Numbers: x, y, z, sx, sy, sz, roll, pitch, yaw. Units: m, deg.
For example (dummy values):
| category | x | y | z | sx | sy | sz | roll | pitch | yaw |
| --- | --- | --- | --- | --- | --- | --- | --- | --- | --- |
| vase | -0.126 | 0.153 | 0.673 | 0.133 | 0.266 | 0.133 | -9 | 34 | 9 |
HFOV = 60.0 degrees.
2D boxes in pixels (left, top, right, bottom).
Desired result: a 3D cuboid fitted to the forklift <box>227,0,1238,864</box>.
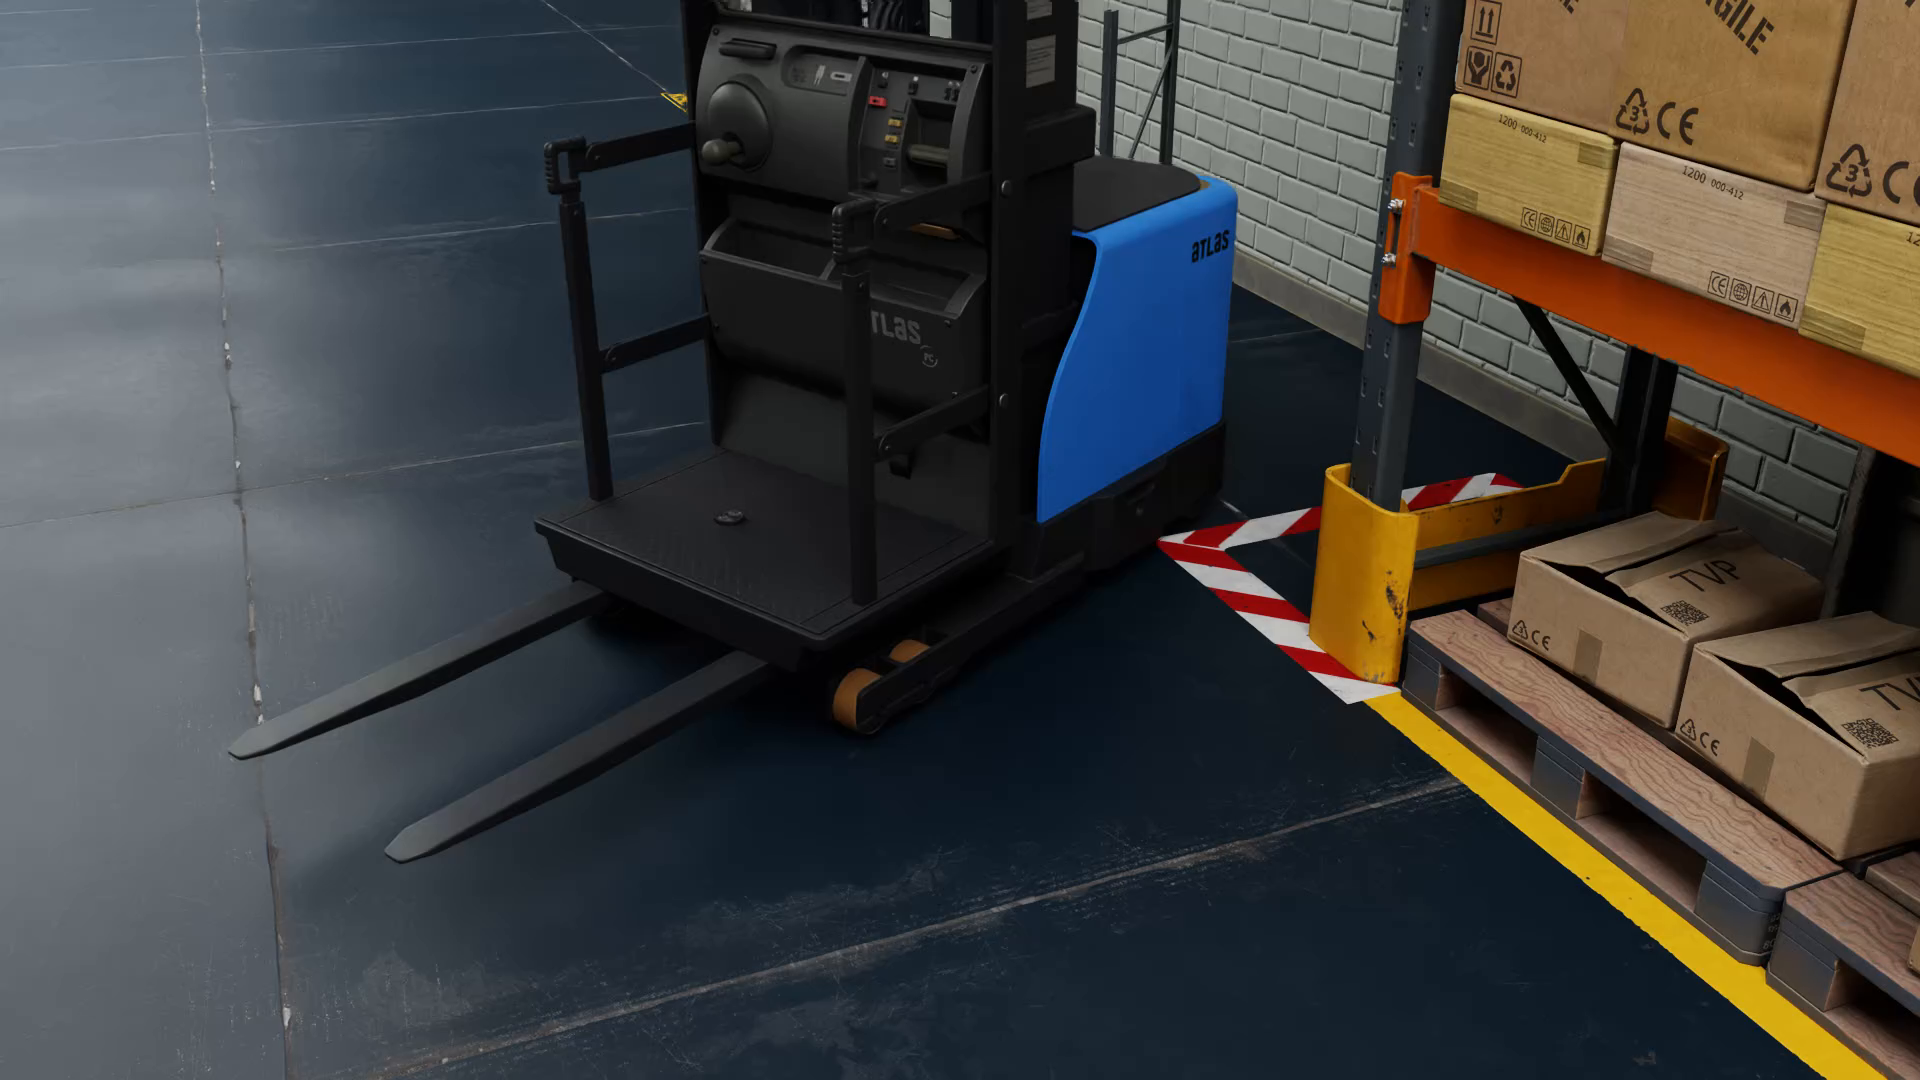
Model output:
| category | x | y | z | sx | sy | sz | roll | pitch | yaw |
| --- | --- | --- | --- | --- | --- | --- | --- | --- | --- |
| forklift | -0.456 | -1.068 | 4.097 | 1.130 | 2.935 | 3.031 | 19 | 32 | 34 |

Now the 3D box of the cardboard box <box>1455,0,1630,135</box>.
| category | x | y | z | sx | sy | sz | roll | pitch | yaw |
| --- | --- | --- | --- | --- | --- | --- | --- | --- | --- |
| cardboard box | 1.449 | -1.187 | 3.555 | 0.500 | 0.500 | 0.500 | -11 | 28 | -21 |

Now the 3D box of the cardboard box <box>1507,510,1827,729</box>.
| category | x | y | z | sx | sy | sz | roll | pitch | yaw |
| --- | --- | --- | --- | --- | --- | --- | --- | --- | --- |
| cardboard box | 1.727 | 0.153 | 4.081 | 0.500 | 0.311 | 0.500 | -14 | 29 | -26 |

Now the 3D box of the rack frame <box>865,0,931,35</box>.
| category | x | y | z | sx | sy | sz | roll | pitch | yaw |
| --- | --- | --- | --- | --- | --- | --- | --- | --- | --- |
| rack frame | -0.255 | -1.327 | 6.258 | 0.032 | 1.500 | 0.500 | 16 | 30 | 29 |

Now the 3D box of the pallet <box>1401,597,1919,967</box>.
| category | x | y | z | sx | sy | sz | roll | pitch | yaw |
| --- | --- | --- | --- | --- | --- | --- | --- | --- | --- |
| pallet | 1.854 | 0.465 | 4.056 | 1.003 | 0.211 | 1.213 | -11 | 28 | -21 |

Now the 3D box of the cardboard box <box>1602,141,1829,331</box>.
| category | x | y | z | sx | sy | sz | roll | pitch | yaw |
| --- | --- | --- | --- | --- | --- | --- | --- | --- | --- |
| cardboard box | 1.654 | -0.635 | 3.280 | 0.500 | 0.250 | 0.500 | -11 | 28 | -22 |

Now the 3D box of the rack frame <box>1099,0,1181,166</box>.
| category | x | y | z | sx | sy | sz | roll | pitch | yaw |
| --- | --- | --- | --- | --- | --- | --- | --- | --- | --- |
| rack frame | 0.602 | -1.087 | 5.767 | 0.032 | 1.500 | 0.500 | 16 | 30 | 29 |

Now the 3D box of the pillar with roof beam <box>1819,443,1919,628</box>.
| category | x | y | z | sx | sy | sz | roll | pitch | yaw |
| --- | --- | --- | --- | --- | --- | --- | --- | --- | --- |
| pillar with roof beam | -1.352 | -2.975 | 1.086 | 9.100 | 9.000 | 0.400 | -11 | 28 | -21 |

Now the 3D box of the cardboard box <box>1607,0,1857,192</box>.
| category | x | y | z | sx | sy | sz | roll | pitch | yaw |
| --- | --- | --- | --- | --- | --- | --- | --- | --- | --- |
| cardboard box | 1.634 | -0.985 | 3.143 | 0.500 | 0.500 | 0.500 | -10 | 28 | -20 |

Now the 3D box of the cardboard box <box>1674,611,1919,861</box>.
| category | x | y | z | sx | sy | sz | roll | pitch | yaw |
| --- | --- | --- | --- | --- | --- | --- | --- | --- | --- |
| cardboard box | 1.950 | 0.383 | 3.610 | 0.500 | 0.311 | 0.500 | -8 | 27 | -16 |

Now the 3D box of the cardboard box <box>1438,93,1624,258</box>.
| category | x | y | z | sx | sy | sz | roll | pitch | yaw |
| --- | --- | --- | --- | --- | --- | --- | --- | --- | --- |
| cardboard box | 1.438 | -0.842 | 3.705 | 0.500 | 0.250 | 0.500 | -11 | 28 | -22 |

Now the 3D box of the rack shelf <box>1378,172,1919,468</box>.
| category | x | y | z | sx | sy | sz | roll | pitch | yaw |
| --- | --- | --- | --- | --- | --- | --- | --- | --- | --- |
| rack shelf | 2.322 | -0.022 | 2.696 | 1.077 | 0.370 | 4.000 | -11 | 28 | -21 |

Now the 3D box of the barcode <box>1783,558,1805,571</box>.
| category | x | y | z | sx | sy | sz | roll | pitch | yaw |
| --- | --- | --- | --- | --- | --- | --- | --- | --- | --- |
| barcode | 2.102 | 0.087 | 4.205 | 0.001 | 0.075 | 0.075 | -11 | 28 | -21 |

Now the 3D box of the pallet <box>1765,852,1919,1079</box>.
| category | x | y | z | sx | sy | sz | roll | pitch | yaw |
| --- | --- | --- | --- | --- | --- | --- | --- | --- | --- |
| pallet | 2.328 | 0.957 | 3.049 | 1.003 | 0.211 | 1.213 | -11 | 28 | -21 |

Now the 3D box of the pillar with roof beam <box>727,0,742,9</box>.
| category | x | y | z | sx | sy | sz | roll | pitch | yaw |
| --- | --- | --- | --- | --- | --- | --- | --- | --- | --- |
| pillar with roof beam | -6.051 | -7.819 | 11.008 | 9.100 | 9.000 | 0.400 | -11 | 28 | -21 |

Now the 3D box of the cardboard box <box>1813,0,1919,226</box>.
| category | x | y | z | sx | sy | sz | roll | pitch | yaw |
| --- | --- | --- | --- | --- | --- | --- | --- | --- | --- |
| cardboard box | 1.830 | -0.776 | 2.713 | 0.500 | 0.500 | 0.500 | -12 | 28 | -22 |

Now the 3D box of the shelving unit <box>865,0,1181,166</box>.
| category | x | y | z | sx | sy | sz | roll | pitch | yaw |
| --- | --- | --- | --- | --- | --- | --- | --- | --- | --- |
| shelving unit | 0.173 | -1.207 | 6.012 | 1.048 | 1.500 | 0.538 | 16 | 30 | 29 |

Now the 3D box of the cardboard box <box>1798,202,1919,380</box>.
| category | x | y | z | sx | sy | sz | roll | pitch | yaw |
| --- | --- | --- | --- | --- | --- | --- | --- | --- | --- |
| cardboard box | 1.848 | -0.429 | 2.857 | 0.500 | 0.250 | 0.500 | -11 | 28 | -21 |

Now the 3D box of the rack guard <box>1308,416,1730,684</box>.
| category | x | y | z | sx | sy | sz | roll | pitch | yaw |
| --- | --- | --- | --- | --- | --- | --- | --- | --- | --- |
| rack guard | 1.569 | 0.002 | 4.677 | 1.175 | 0.500 | 0.348 | -11 | 28 | -21 |

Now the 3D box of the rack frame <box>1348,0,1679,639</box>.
| category | x | y | z | sx | sy | sz | roll | pitch | yaw |
| --- | --- | --- | --- | --- | --- | --- | --- | --- | --- |
| rack frame | 1.539 | -1.152 | 4.191 | 1.000 | 3.000 | 0.127 | -11 | 28 | -21 |

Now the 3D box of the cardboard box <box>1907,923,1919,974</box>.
| category | x | y | z | sx | sy | sz | roll | pitch | yaw |
| --- | --- | --- | --- | --- | --- | --- | --- | --- | --- |
| cardboard box | 2.192 | 0.603 | 2.944 | 0.700 | 0.500 | 0.500 | -12 | 29 | -24 |
